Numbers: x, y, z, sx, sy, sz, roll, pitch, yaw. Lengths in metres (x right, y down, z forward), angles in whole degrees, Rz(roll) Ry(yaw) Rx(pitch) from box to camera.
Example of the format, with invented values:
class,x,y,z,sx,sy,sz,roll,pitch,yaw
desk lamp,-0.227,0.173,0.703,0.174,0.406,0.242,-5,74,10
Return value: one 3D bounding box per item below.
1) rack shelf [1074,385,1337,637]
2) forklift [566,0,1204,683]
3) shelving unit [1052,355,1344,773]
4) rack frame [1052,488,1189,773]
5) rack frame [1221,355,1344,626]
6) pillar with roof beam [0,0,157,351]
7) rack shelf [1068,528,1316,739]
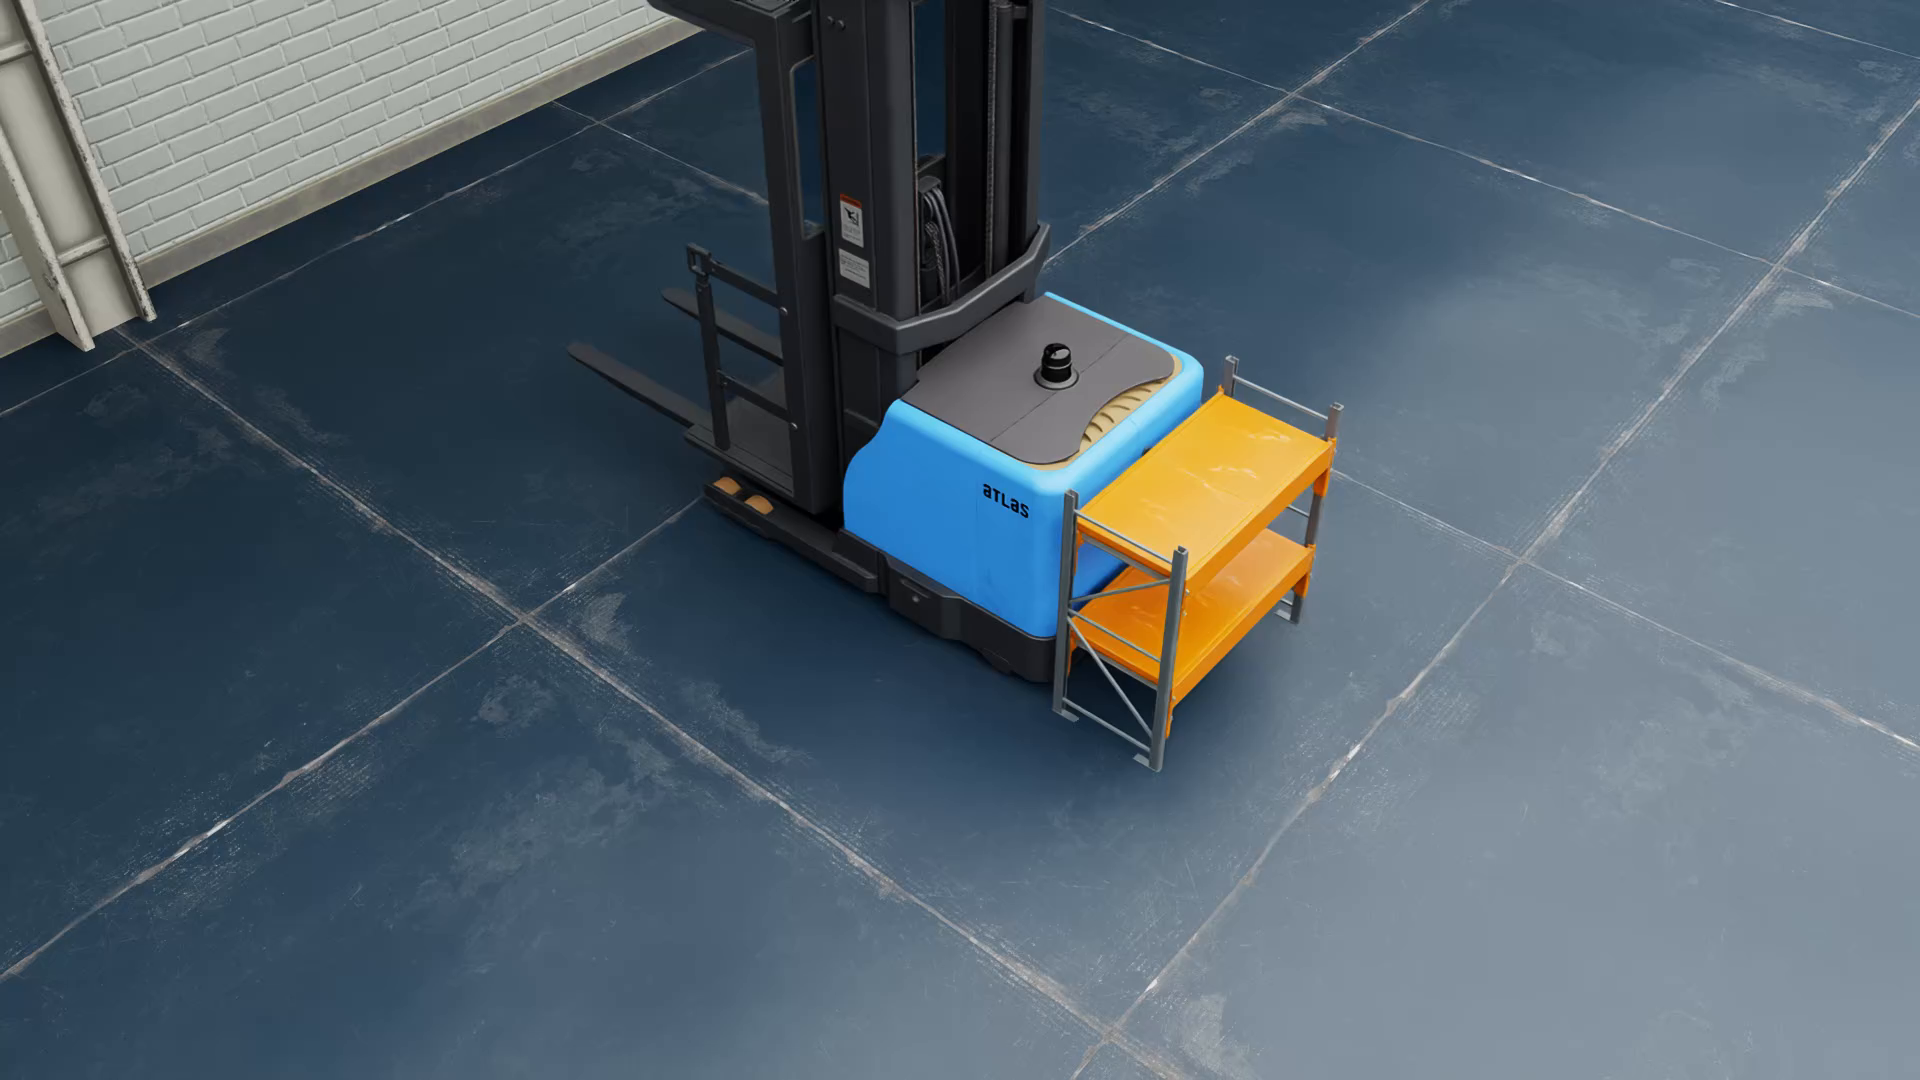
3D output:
class,x,y,z,sx,sy,sz,roll,pitch,yaw
rack shelf,0.887,-0.129,6.121,0.538,0.278,1.000,29,50,28
forklift,-0.500,-1.361,6.568,3.031,2.935,1.130,29,50,28
shelving unit,0.887,0.087,6.318,0.538,1.125,1.048,29,50,28
rack frame,0.563,0.350,6.029,0.500,1.125,0.032,29,50,28
rack frame,1.212,-0.176,6.607,0.500,1.125,0.032,29,50,28
pillar with roof beam,-1.053,-2.570,3.388,9.100,9.000,0.400,29,50,28
rack shelf,0.887,0.268,6.483,0.538,0.278,1.000,29,50,28
